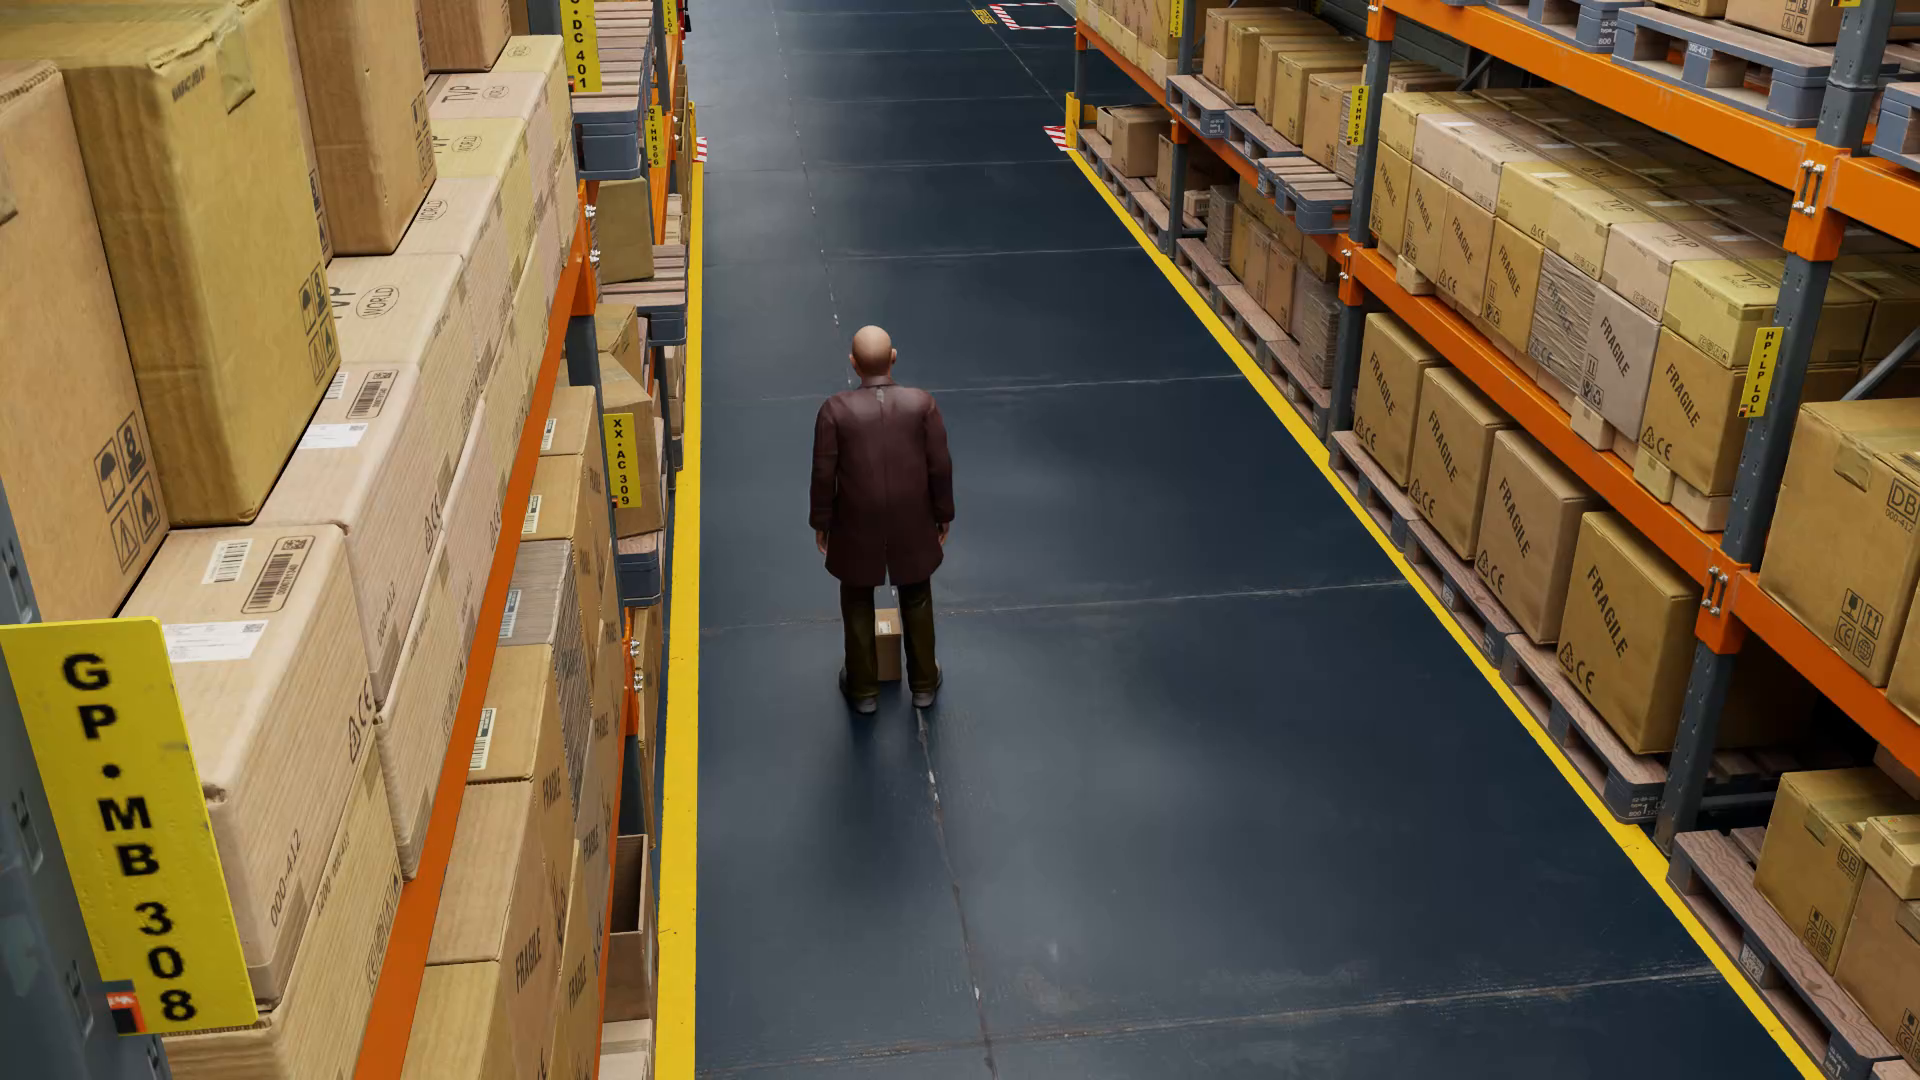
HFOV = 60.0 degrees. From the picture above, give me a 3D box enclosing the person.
[{"bbox_3d":[-0.339,-0.076,7.284,0.640,1.773,0.430,-4,27,-8],"label":"person"}]
